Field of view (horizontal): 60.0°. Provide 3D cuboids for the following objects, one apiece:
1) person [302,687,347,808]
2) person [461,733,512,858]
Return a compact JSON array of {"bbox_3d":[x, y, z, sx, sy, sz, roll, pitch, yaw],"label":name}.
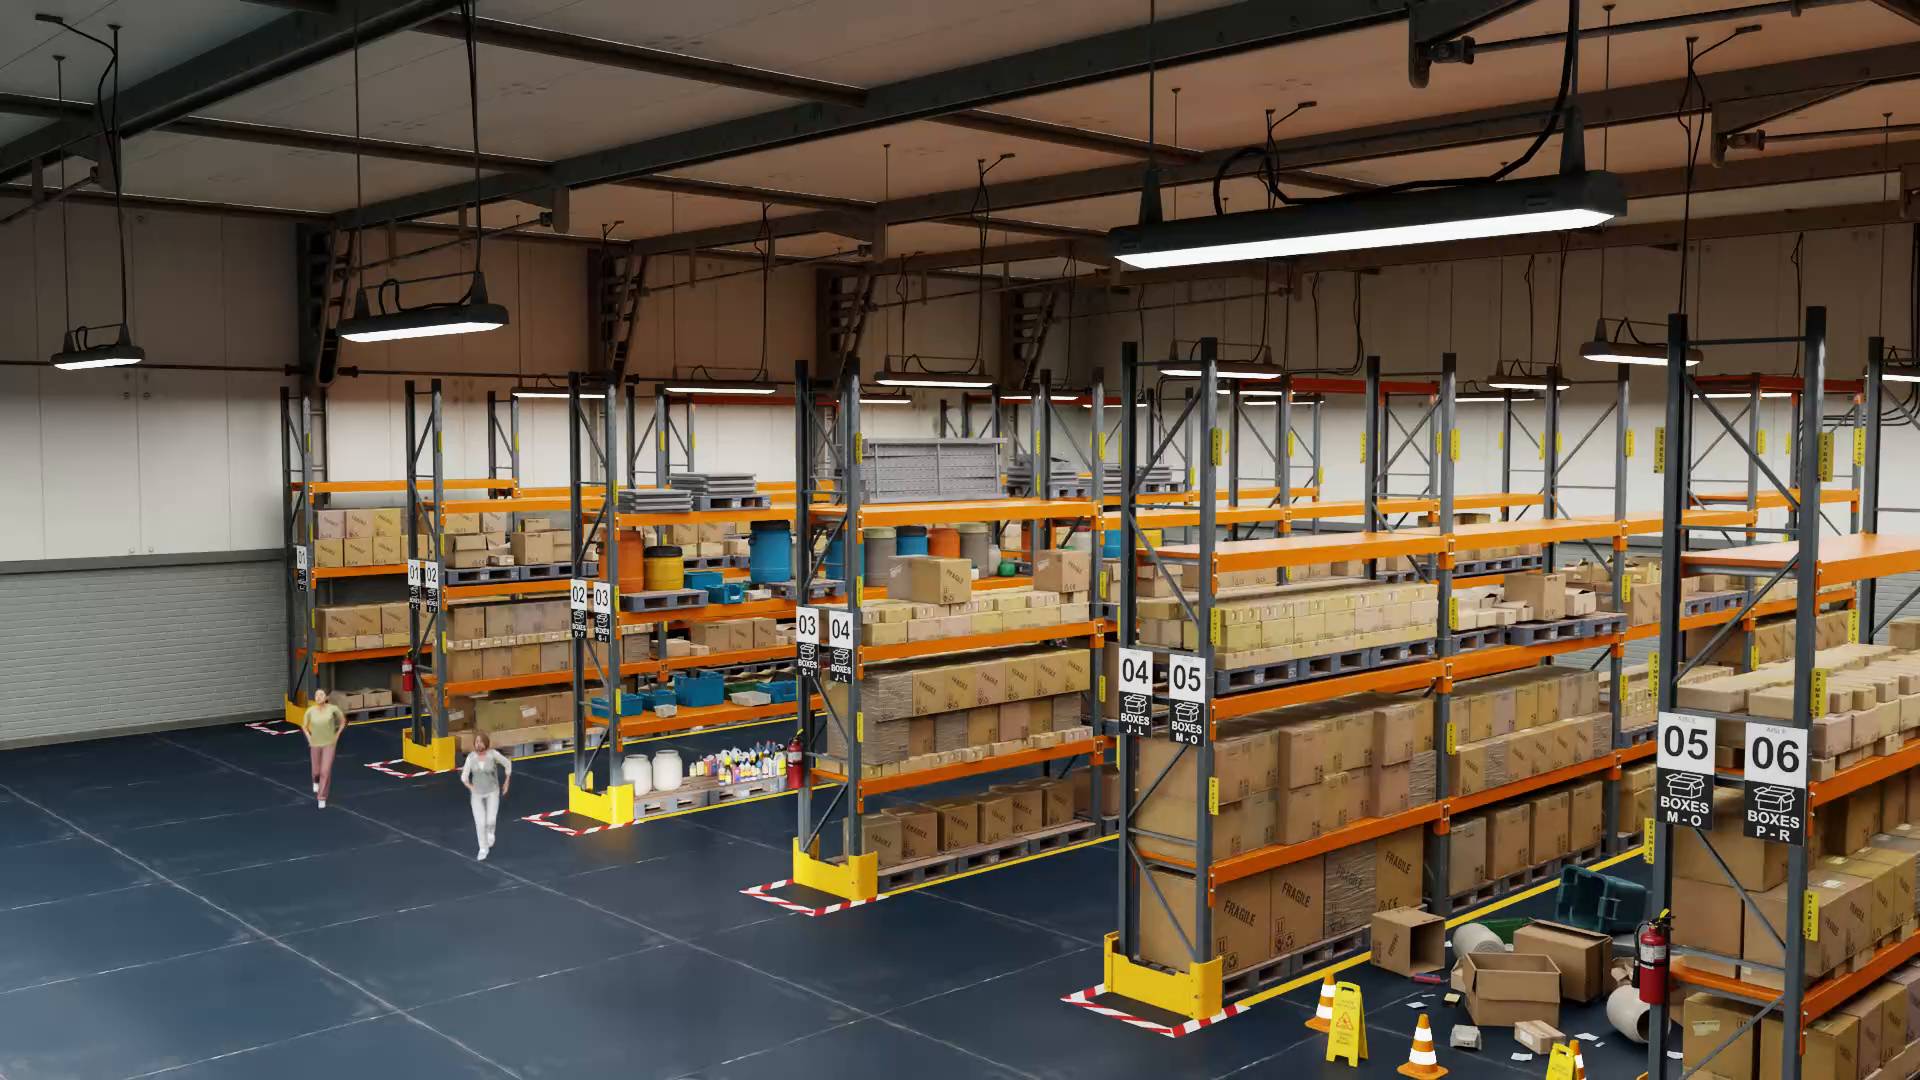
[{"bbox_3d":[-8.889,2.871,23.266,0.585,1.653,0.734,-1,4,-14],"label":"person"},{"bbox_3d":[-5.740,3.107,20.132,0.575,1.560,0.626,-1,4,-8],"label":"person"}]
